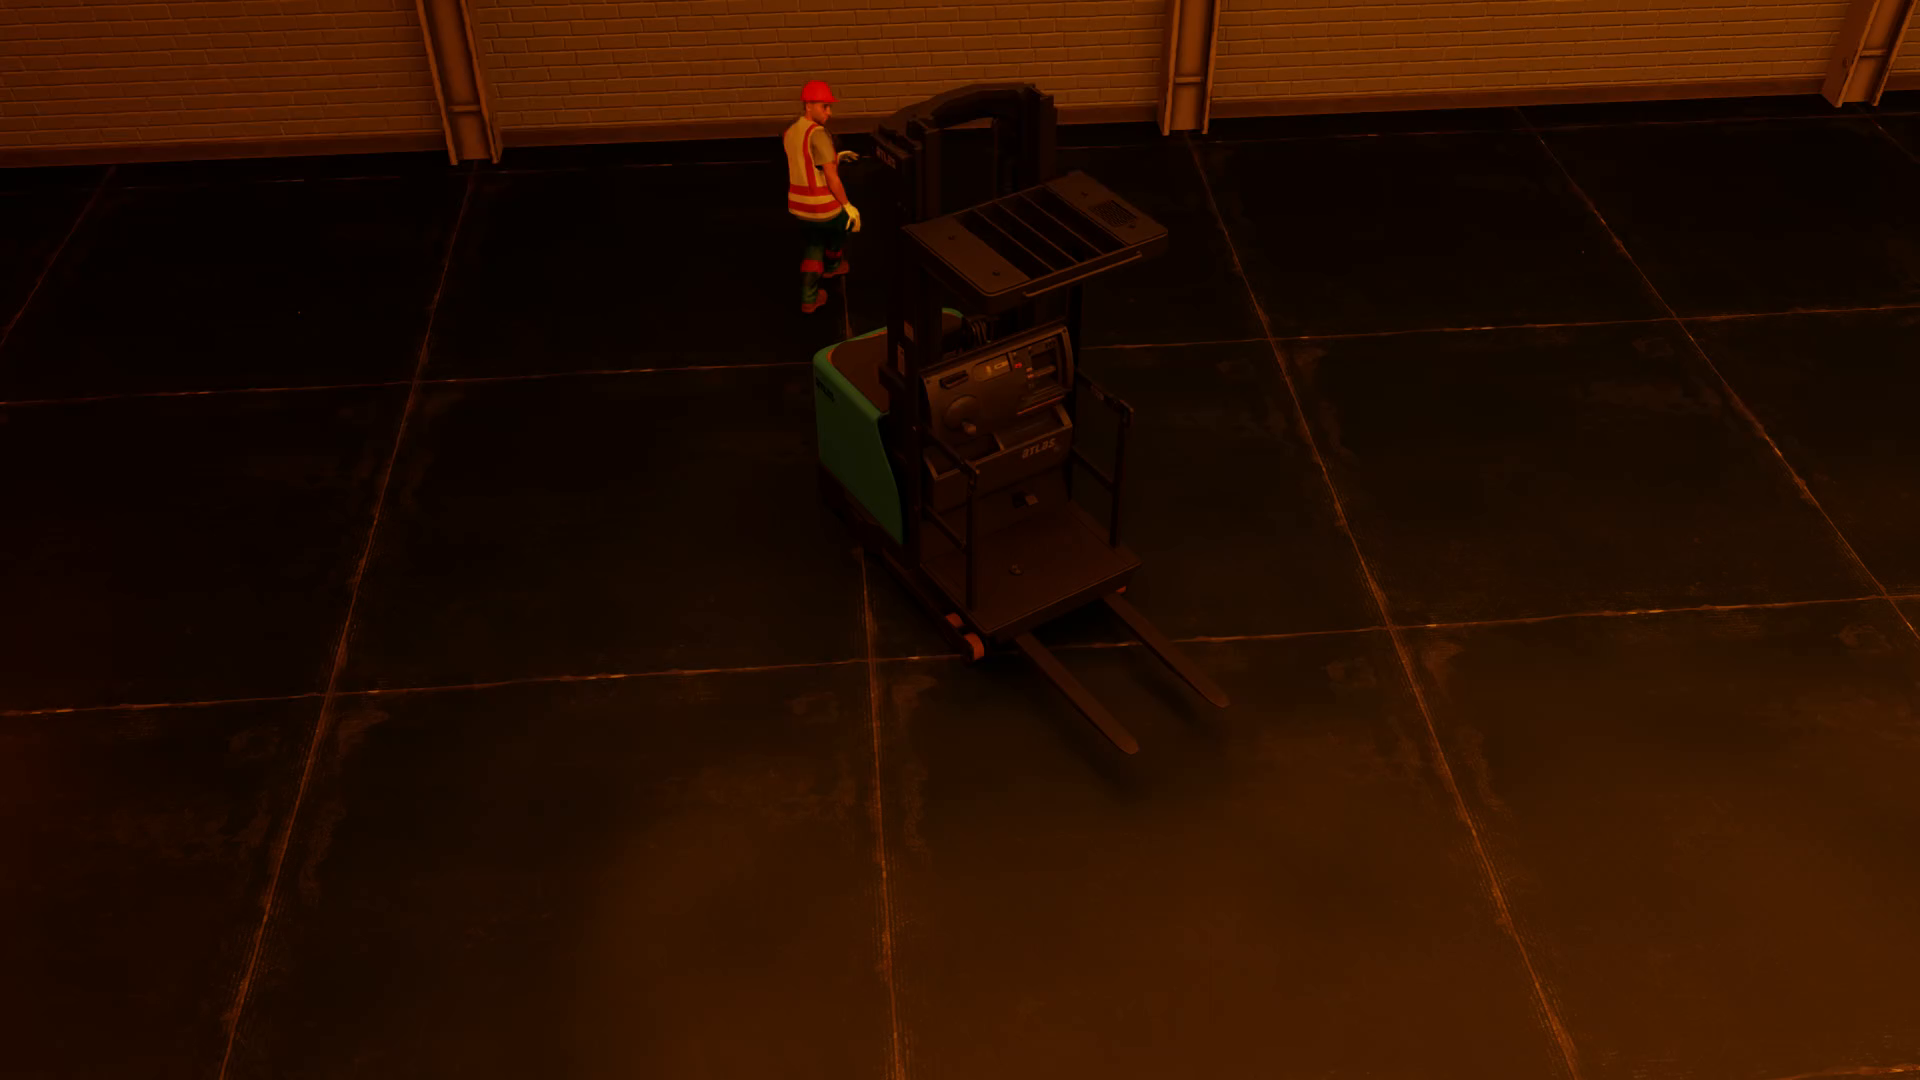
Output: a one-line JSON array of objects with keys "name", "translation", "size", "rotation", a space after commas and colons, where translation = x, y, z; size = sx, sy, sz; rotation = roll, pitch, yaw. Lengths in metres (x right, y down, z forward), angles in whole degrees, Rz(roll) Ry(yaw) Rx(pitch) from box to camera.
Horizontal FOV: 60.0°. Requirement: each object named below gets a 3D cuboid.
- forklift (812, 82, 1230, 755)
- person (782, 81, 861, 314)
[{"name": "forklift", "translation": [0.332, -0.781, 8.851], "size": [1.130, 2.935, 3.031], "rotation": [-23, 46, -24]}, {"name": "person", "translation": [-0.875, -2.444, 11.802], "size": [0.803, 1.629, 0.816], "rotation": [22, 45, 23]}]
